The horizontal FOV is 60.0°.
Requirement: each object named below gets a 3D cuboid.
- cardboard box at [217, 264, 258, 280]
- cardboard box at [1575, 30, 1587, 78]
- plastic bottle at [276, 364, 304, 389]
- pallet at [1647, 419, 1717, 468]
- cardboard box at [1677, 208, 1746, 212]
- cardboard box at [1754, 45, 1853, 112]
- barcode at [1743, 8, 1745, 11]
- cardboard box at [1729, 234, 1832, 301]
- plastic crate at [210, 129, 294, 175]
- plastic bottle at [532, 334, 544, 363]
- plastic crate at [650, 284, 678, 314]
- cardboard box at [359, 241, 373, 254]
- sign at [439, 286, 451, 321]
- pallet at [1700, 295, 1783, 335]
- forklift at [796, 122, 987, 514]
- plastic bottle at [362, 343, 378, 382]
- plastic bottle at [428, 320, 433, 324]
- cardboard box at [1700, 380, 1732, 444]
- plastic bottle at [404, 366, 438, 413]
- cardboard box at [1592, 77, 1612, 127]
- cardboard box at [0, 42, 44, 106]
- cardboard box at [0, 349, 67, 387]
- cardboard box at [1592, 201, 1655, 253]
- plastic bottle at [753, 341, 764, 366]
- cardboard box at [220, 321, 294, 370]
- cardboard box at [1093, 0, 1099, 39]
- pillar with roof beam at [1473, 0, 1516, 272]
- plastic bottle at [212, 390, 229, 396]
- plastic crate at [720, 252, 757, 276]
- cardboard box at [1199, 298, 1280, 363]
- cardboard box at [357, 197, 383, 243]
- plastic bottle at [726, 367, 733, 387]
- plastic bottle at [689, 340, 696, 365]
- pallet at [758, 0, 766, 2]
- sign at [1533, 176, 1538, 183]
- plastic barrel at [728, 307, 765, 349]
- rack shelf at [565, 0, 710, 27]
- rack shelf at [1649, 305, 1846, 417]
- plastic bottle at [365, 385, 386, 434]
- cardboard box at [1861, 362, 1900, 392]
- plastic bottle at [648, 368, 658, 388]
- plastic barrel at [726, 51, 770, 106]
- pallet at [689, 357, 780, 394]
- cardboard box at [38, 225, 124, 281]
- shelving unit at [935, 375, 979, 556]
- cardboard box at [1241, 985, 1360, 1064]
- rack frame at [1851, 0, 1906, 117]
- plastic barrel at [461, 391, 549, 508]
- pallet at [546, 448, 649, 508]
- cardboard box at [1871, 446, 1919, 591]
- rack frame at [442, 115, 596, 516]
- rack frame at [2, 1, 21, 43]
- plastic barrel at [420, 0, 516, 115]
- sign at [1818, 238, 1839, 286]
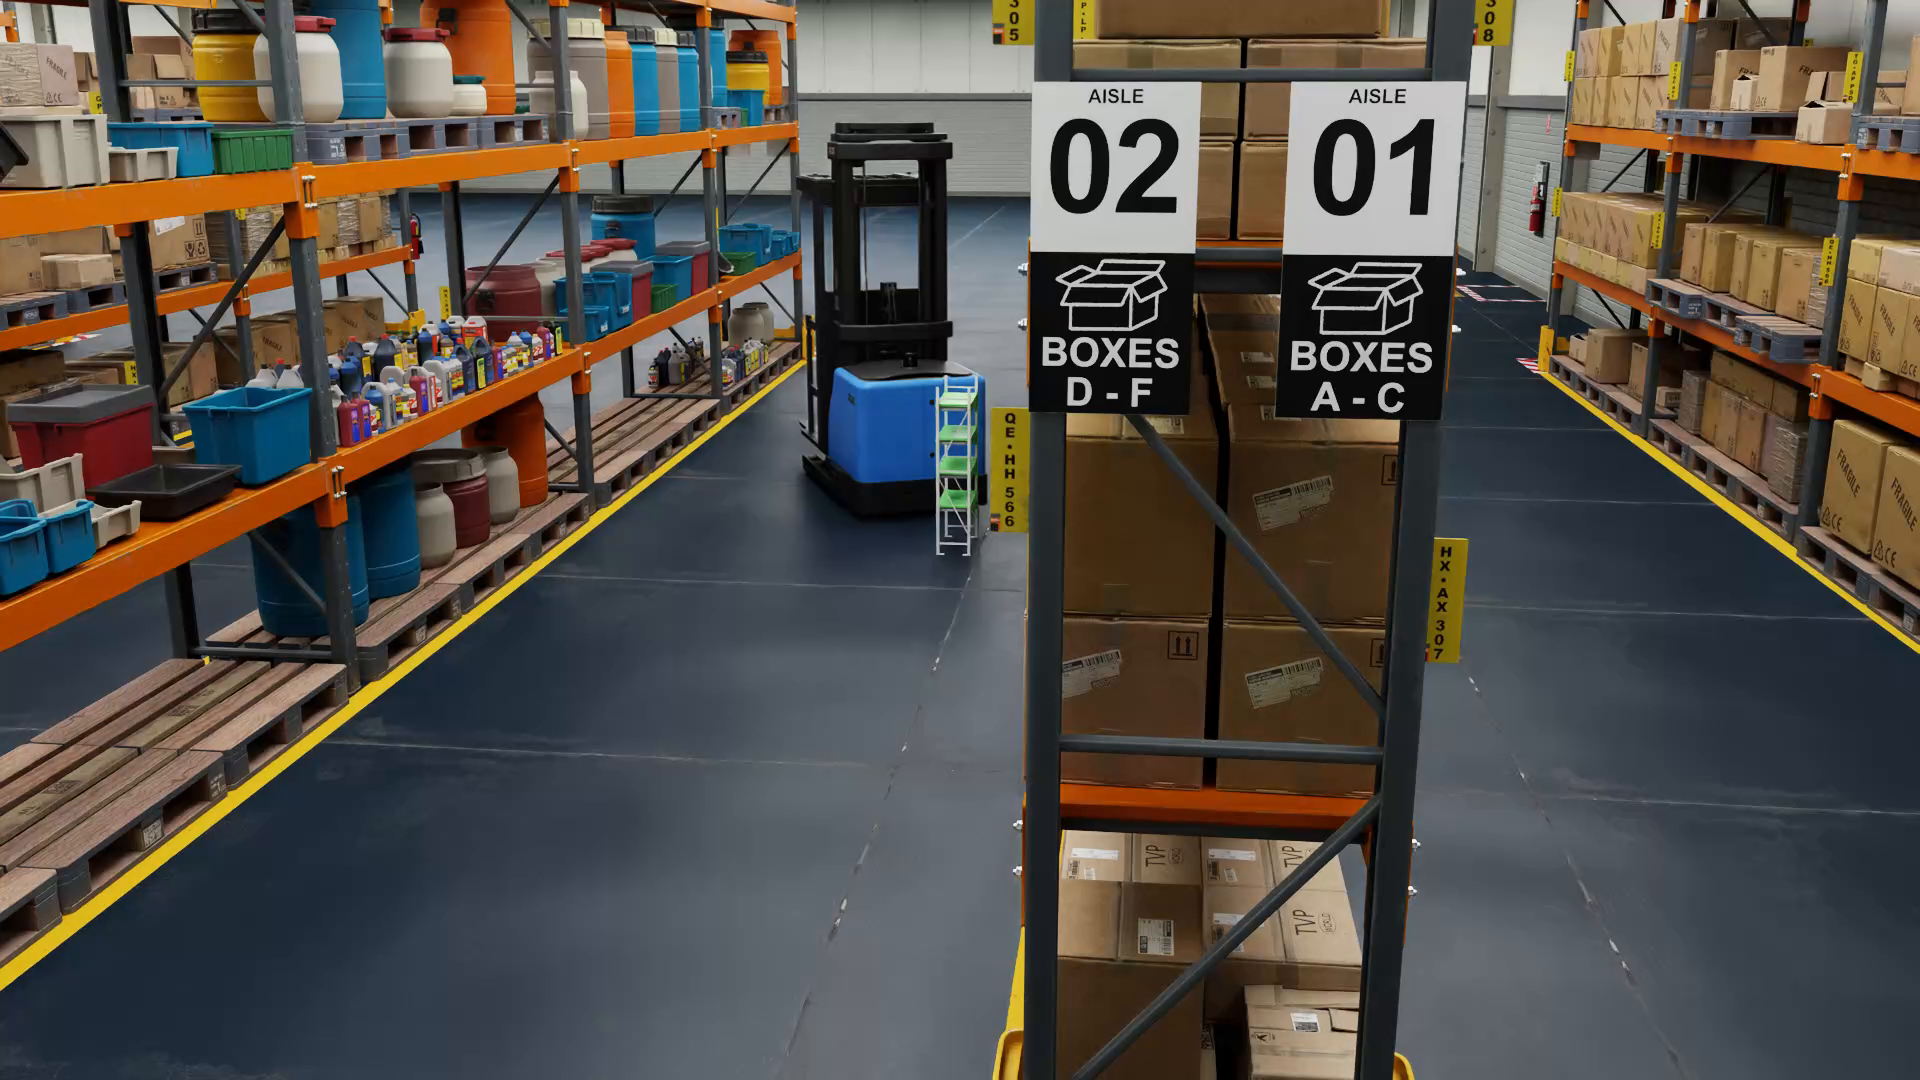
[{"bbox_3d":[-7.488,-2.775,17.160,0.380,0.149,0.250,2,15,6],"label":"cardboard box"},{"bbox_3d":[7.121,-5.345,18.291,0.500,0.500,0.500,1,15,2],"label":"cardboard box"},{"bbox_3d":[-3.871,-0.849,9.649,0.144,0.351,0.185,2,15,6],"label":"plastic bottle"},{"bbox_3d":[6.868,-0.864,14.952,1.003,0.211,1.213,2,15,6],"label":"pallet"},{"bbox_3d":[7.277,-2.961,16.178,0.500,0.500,0.500,2,15,6],"label":"cardboard box"},{"bbox_3d":[6.674,-3.651,13.177,0.500,0.500,0.500,1,15,4],"label":"cardboard box"},{"bbox_3d":[7.538,-5.125,15.982,0.001,0.075,0.075,2,15,6],"label":"barcode"},{"bbox_3d":[6.749,-2.225,13.610,0.700,0.500,0.500,4,16,14],"label":"cardboard box"},{"bbox_3d":[-3.540,-1.856,7.937,0.450,0.188,0.662,2,15,6],"label":"plastic crate"},{"bbox_3d":[-3.020,-1.364,11.839,0.097,0.201,0.097,0,15,0],"label":"plastic bottle"},{"bbox_3d":[-2.806,-2.141,14.740,0.450,0.188,0.662,2,15,6],"label":"plastic crate"},{"bbox_3d":[-7.236,-3.490,19.804,0.380,0.149,0.250,2,15,6],"label":"cardboard box"},{"bbox_3d":[-3.889,-1.759,12.609,0.100,0.325,0.005,2,15,6],"label":"sign"},{"bbox_3d":[6.685,-1.796,13.426,1.003,0.211,1.213,2,15,6],"label":"pallet"},{"bbox_3d":[-0.713,-1.952,13.766,1.130,2.935,3.031,-5,16,-17],"label":"forklift"},{"bbox_3d":[-3.868,-1.144,10.883,0.152,0.276,0.135,2,15,6],"label":"plastic bottle"},{"bbox_3d":[-3.794,-1.423,11.902,0.061,0.283,0.133,2,15,6],"label":"plastic bottle"},{"bbox_3d":[6.879,-1.091,14.395,0.700,0.500,0.500,1,15,5],"label":"cardboard box"},{"bbox_3d":[-3.257,-0.918,10.047,0.152,0.276,0.135,2,15,6],"label":"plastic bottle"},{"bbox_3d":[6.969,-4.603,17.461,0.500,0.500,0.500,2,15,9],"label":"cardboard box"},{"bbox_3d":[-7.893,-3.795,13.556,0.500,0.500,0.500,2,15,7],"label":"cardboard box"},{"bbox_3d":[-8.167,-1.492,14.444,0.500,0.250,0.500,3,16,13],"label":"cardboard box"},{"bbox_3d":[6.876,-3.238,17.201,0.500,0.500,0.500,2,15,8],"label":"cardboard box"},{"bbox_3d":[-2.266,-2.085,18.501,0.152,0.276,0.135,2,15,7],"label":"plastic bottle"},{"bbox_3d":[-7.669,-2.097,18.154,0.500,0.500,0.500,7,17,24],"label":"cardboard box"},{"bbox_3d":[0.864,-2.078,6.247,0.700,0.500,0.500,2,15,6],"label":"cardboard box"},{"bbox_3d":[5.262,-9.377,29.602,9.100,9.000,0.400,2,15,6],"label":"pillar with roof beam"},{"bbox_3d":[-4.069,-0.681,9.170,0.152,0.276,0.135,2,15,6],"label":"plastic bottle"},{"bbox_3d":[-2.456,-2.945,17.713,0.450,0.188,0.662,2,15,6],"label":"plastic crate"},{"bbox_3d":[1.274,-0.741,7.049,0.500,0.500,0.500,1,15,5],"label":"cardboard box"},{"bbox_3d":[-7.386,-3.804,19.721,0.875,0.500,0.500,2,15,6],"label":"cardboard box"},{"bbox_3d":[-2.395,-1.688,17.175,0.097,0.201,0.097,0,15,0],"label":"plastic bottle"},{"bbox_3d":[-2.991,-2.086,18.516,0.097,0.271,0.097,0,15,0],"label":"plastic bottle"},{"bbox_3d":[-2.689,-5.847,17.675,1.003,0.211,1.213,2,15,6],"label":"pallet"},{"bbox_3d":[9.335,-5.851,26.969,0.001,0.109,0.331,2,15,6],"label":"sign"},{"bbox_3d":[-2.493,-2.440,19.400,0.421,0.512,0.421,0,15,0],"label":"plastic barrel"},{"bbox_3d":[-3.115,-4.541,13.859,1.077,0.370,4.000,2,15,6],"label":"rack shelf"},{"bbox_3d":[6.728,-1.546,13.510,1.077,0.370,4.000,2,15,6],"label":"rack shelf"},{"bbox_3d":[-3.306,-0.739,9.397,0.097,0.271,0.097,0,15,0],"label":"plastic bottle"},{"bbox_3d":[6.084,-1.053,10.751,0.380,0.149,0.250,2,15,8],"label":"cardboard box"},{"bbox_3d":[-3.158,-1.668,17.104,0.097,0.201,0.097,0,15,0],"label":"plastic bottle"},{"bbox_3d":[-2.441,-5.183,18.672,0.600,0.588,0.600,0,15,0],"label":"plastic barrel"},{"bbox_3d":[-2.637,-1.848,18.591,1.003,0.211,1.213,2,15,6],"label":"pallet"},{"bbox_3d":[-7.915,-2.650,15.212,0.797,0.503,0.637,3,15,12],"label":"cardboard box"},{"bbox_3d":[-0.019,-0.536,11.847,0.258,1.200,0.503,2,15,6],"label":"shelving unit"},{"bbox_3d":[1.094,1.548,5.277,0.380,0.166,0.250,2,15,6],"label":"cardboard box"},{"bbox_3d":[6.503,-4.270,10.715,1.000,3.000,0.127,2,15,6],"label":"rack frame"},{"bbox_3d":[-3.379,-0.694,12.335,0.600,0.830,0.708,2,15,6],"label":"plastic barrel"},{"bbox_3d":[-3.215,-0.520,13.680,1.003,0.211,1.213,2,15,6],"label":"pallet"},{"bbox_3d":[6.184,-0.125,10.193,0.750,0.750,0.750,2,15,6],"label":"cardboard box"},{"bbox_3d":[-3.341,-1.666,12.577,1.000,3.000,0.127,2,15,6],"label":"rack frame"},{"bbox_3d":[-12.277,-6.955,20.644,1.000,3.000,0.127,2,15,6],"label":"rack frame"},{"bbox_3d":[-3.408,-3.377,11.531,0.600,0.830,0.708,2,15,6],"label":"plastic barrel"},{"bbox_3d":[5.962,-1.909,11.407,0.100,0.325,0.005,2,15,6],"label":"sign"}]
